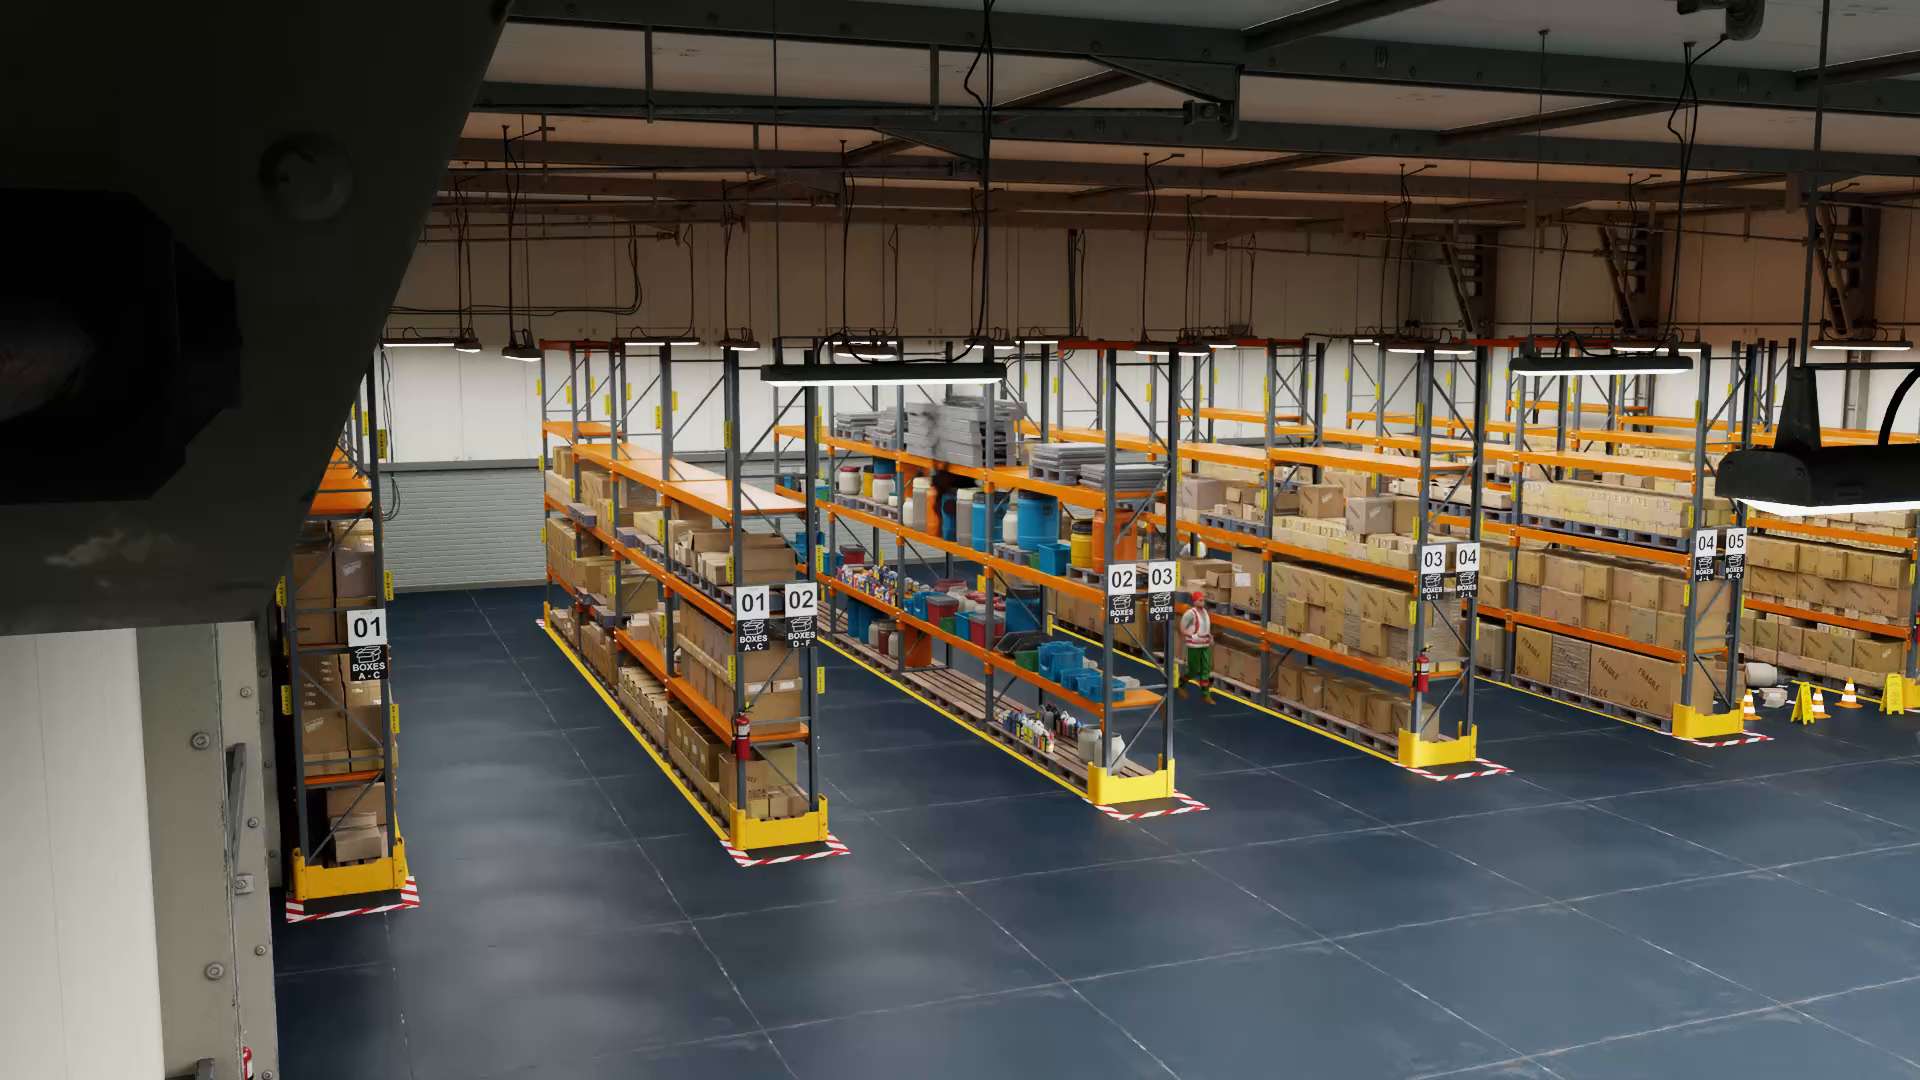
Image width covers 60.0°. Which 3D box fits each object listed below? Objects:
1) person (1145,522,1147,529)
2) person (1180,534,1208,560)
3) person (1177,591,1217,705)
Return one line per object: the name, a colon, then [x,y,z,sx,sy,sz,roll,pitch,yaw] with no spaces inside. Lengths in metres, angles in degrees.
person: [4.366,0.442,38.722,0.720,1.793,0.826,-1,8,-10]
person: [5.188,0.684,37.004,0.694,1.760,0.884,-3,8,-22]
person: [3.804,1.703,26.556,0.653,1.780,0.879,-5,9,-32]
